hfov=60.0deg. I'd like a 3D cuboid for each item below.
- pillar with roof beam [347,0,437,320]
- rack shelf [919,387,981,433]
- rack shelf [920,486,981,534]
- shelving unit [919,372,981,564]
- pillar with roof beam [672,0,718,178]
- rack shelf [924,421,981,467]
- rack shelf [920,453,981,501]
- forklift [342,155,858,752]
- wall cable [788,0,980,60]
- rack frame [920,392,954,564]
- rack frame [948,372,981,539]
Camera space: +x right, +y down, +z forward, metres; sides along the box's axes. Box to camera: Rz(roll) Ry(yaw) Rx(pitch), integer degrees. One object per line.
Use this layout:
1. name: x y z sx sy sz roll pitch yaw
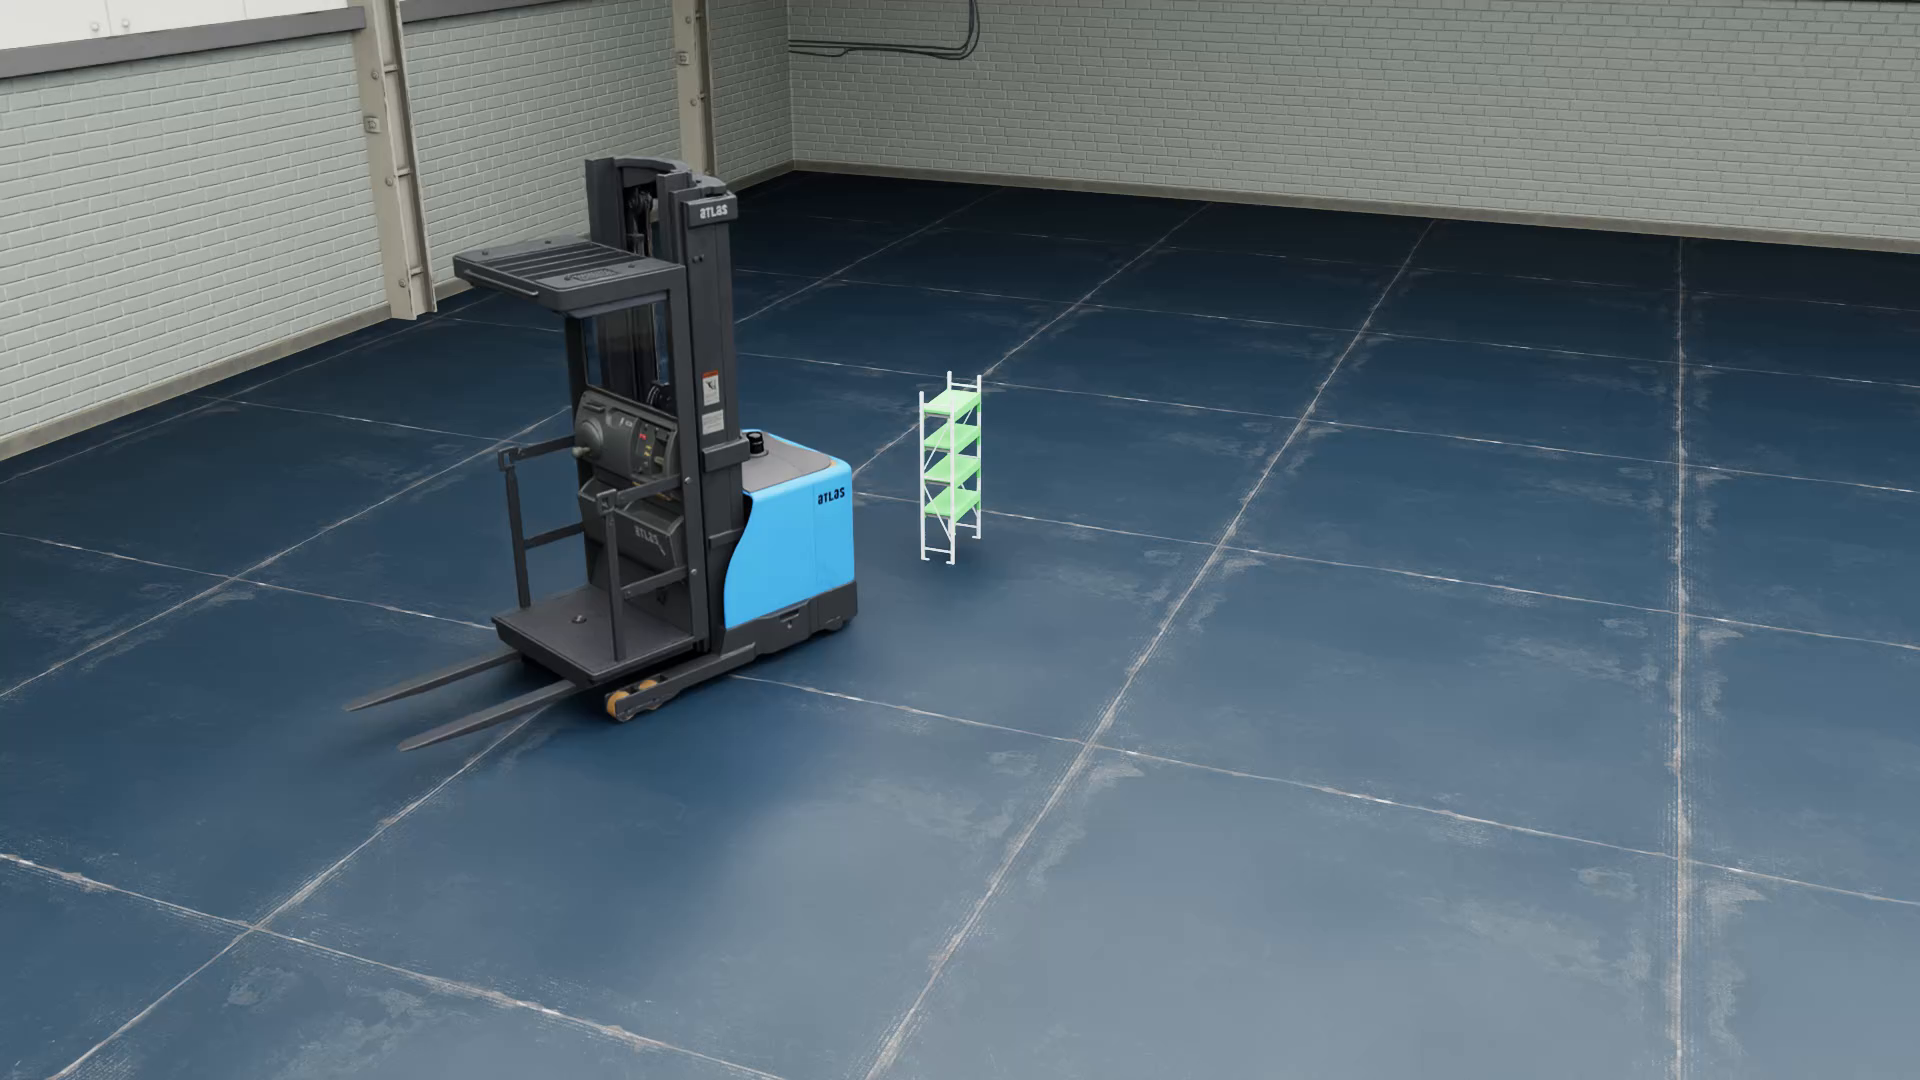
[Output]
1. pillar with roof beam: -1.724 -5.902 14.204 9.100 9.000 0.400 9 24 20
2. rack shelf: -0.061 -0.878 11.217 0.258 0.148 0.480 9 24 20
3. rack shelf: -0.061 -0.214 11.494 0.258 0.148 0.480 9 24 20
4. shelving unit: -0.061 -0.494 11.377 0.258 1.200 0.503 9 24 20
5. pillar with roof beam: 0.504 -8.049 19.344 9.100 9.000 0.400 9 24 20
6. rack shelf: -0.061 -0.657 11.309 0.258 0.148 0.480 9 24 20
7. rack shelf: -0.061 -0.435 11.402 0.258 0.148 0.480 9 24 20
8. forklift: -2.043 -0.561 9.290 3.031 2.935 1.130 -21 31 -41
9. wall cable: -1.171 -8.097 23.489 3.097 2.526 0.112 9 24 20
10. rack frame: -0.152 -0.407 11.168 0.240 1.200 0.015 9 24 20
11. rack frame: 0.029 -0.582 11.586 0.240 1.200 0.015 9 24 20
